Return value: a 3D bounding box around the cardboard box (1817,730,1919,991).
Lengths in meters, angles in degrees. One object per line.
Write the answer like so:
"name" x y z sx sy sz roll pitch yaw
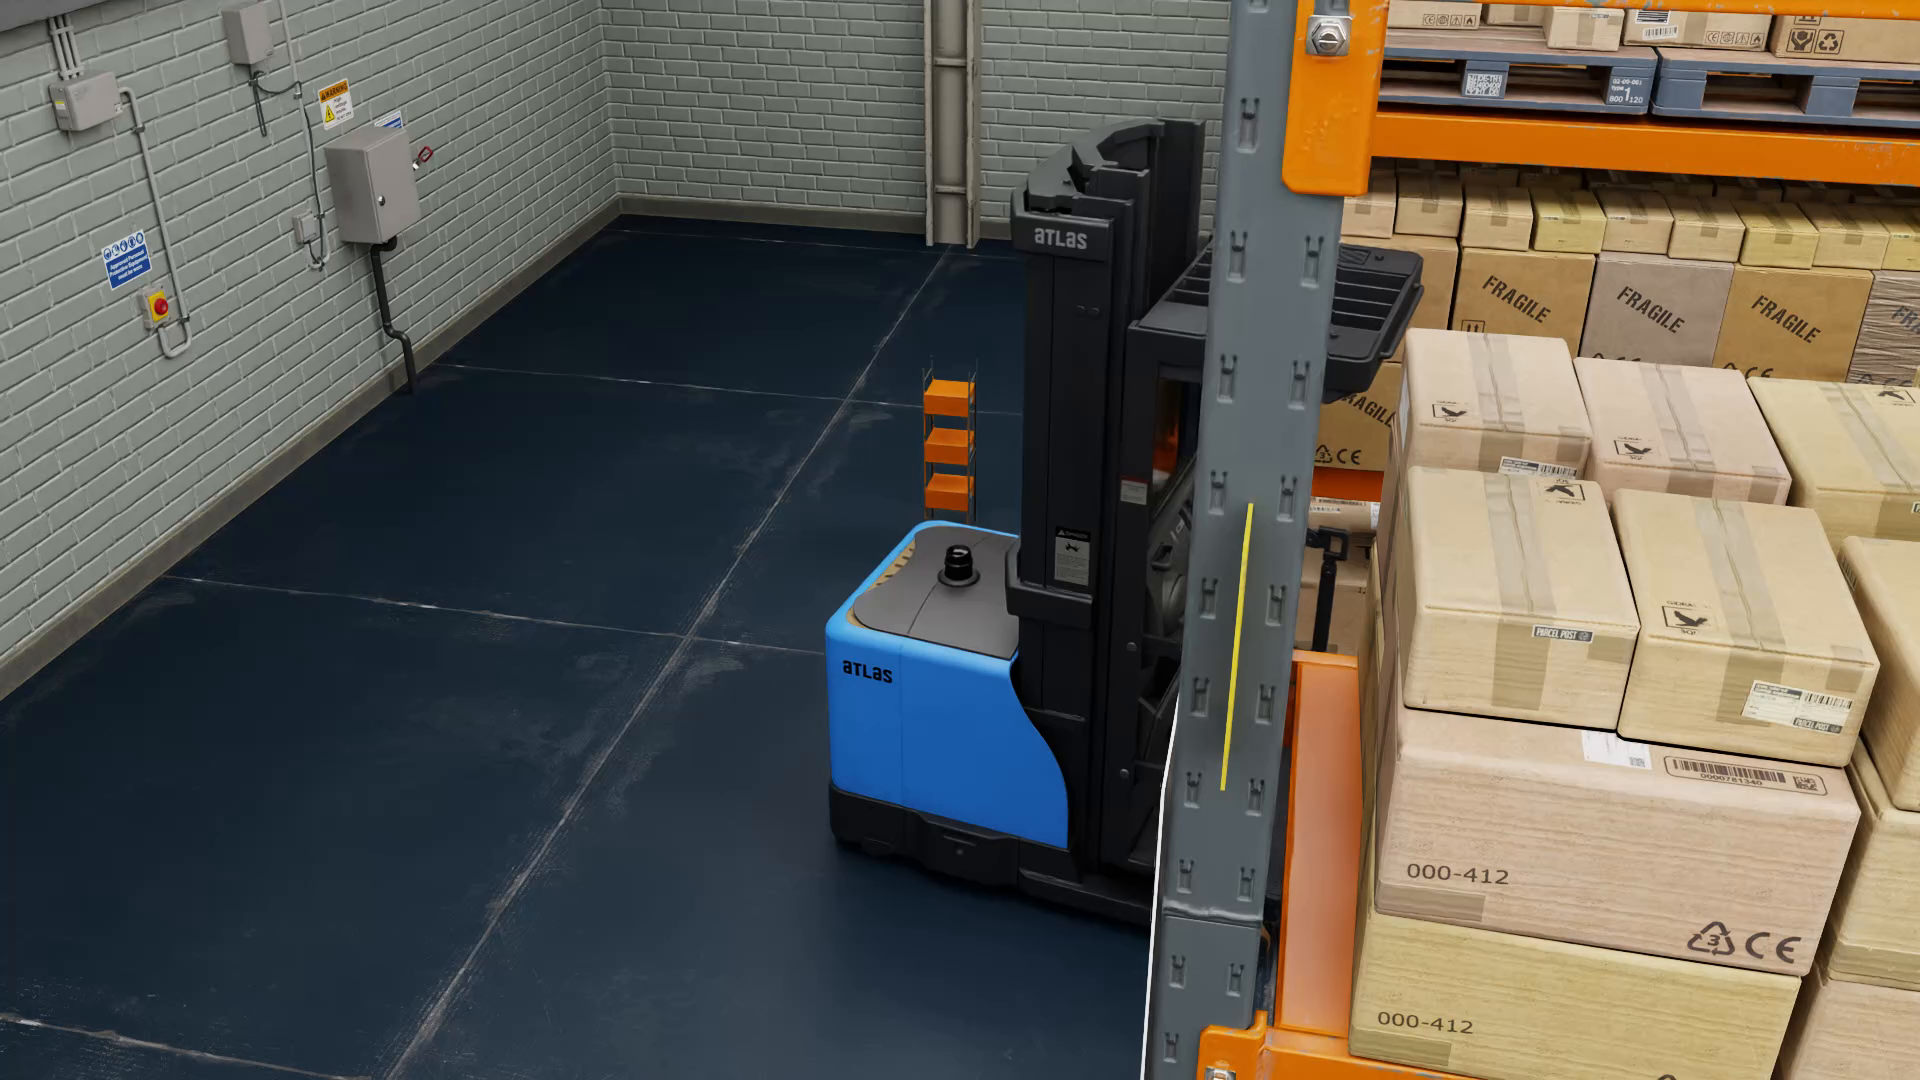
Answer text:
"cardboard box" 1.310 0.316 2.062 0.500 0.250 0.500 6 29 10

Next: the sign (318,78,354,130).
"sign" -3.793 -2.651 10.109 0.001 0.242 0.339 6 29 11

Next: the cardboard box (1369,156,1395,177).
"cardboard box" 1.752 -1.593 7.215 0.250 0.149 0.380 6 29 11

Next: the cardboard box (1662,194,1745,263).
"cardboard box" 2.914 -1.232 6.556 0.250 0.149 0.380 6 29 11

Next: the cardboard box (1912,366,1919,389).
"cardboard box" 1.563 -0.110 2.424 0.250 0.149 0.380 6 29 11

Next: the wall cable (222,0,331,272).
"wall cable" -3.876 -2.435 9.517 0.122 1.984 0.588 6 29 11

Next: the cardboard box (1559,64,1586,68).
"cardboard box" 4.246 -3.171 10.983 0.500 0.500 0.500 7 29 12

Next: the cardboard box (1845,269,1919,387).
"cardboard box" 3.757 -0.868 6.567 0.500 0.500 0.500 6 29 11

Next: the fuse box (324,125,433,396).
"fuse box" -3.579 -1.729 10.626 0.414 1.711 0.539 6 29 11

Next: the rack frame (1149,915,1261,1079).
"rack frame" 0.424 1.567 3.264 0.127 3.000 1.000 6 29 11

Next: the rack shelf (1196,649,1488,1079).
"rack shelf" 2.380 0.767 2.350 4.000 0.370 1.077 6 29 11

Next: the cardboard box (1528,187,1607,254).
"cardboard box" 2.411 -1.279 6.641 0.250 0.149 0.380 5 29 9

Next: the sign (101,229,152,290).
"sign" -4.230 -1.424 8.447 0.001 0.218 0.327 6 29 11

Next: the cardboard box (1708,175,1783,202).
"cardboard box" 3.264 -1.456 6.964 0.250 0.149 0.380 7 29 12

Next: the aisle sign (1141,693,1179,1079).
"aisle sign" 0.290 0.560 2.396 0.004 0.787 0.394 6 29 11

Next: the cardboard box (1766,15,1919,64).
"cardboard box" 3.299 -2.083 6.162 0.500 0.500 0.500 6 29 11

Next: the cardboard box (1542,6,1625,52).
"cardboard box" 2.375 -1.984 6.347 0.250 0.149 0.380 7 29 12

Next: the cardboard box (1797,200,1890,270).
"cardboard box" 3.423 -1.191 6.480 0.250 0.149 0.380 6 29 11

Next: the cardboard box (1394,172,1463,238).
"cardboard box" 1.919 -1.376 6.820 0.250 0.149 0.380 7 29 12

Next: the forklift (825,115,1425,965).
"forklift" 1.026 0.037 6.130 3.031 2.935 1.130 11 31 20

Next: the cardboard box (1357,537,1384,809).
"cardboard box" 0.924 0.238 2.724 0.500 0.250 0.500 5 29 9

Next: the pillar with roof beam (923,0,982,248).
"pillar with roof beam" -0.956 -4.403 7.921 0.400 9.000 9.100 6 29 11

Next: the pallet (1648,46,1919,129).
"pallet" 3.283 -1.854 6.481 1.213 0.211 1.003 6 29 11

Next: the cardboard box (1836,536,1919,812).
"cardboard box" 1.189 0.158 1.935 0.250 0.149 0.380 6 29 10

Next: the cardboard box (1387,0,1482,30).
"cardboard box" 1.818 -2.243 6.715 0.500 0.250 0.500 3 29 6

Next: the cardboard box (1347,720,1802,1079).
"cardboard box" 0.810 0.482 2.278 0.500 0.250 0.500 7 29 12

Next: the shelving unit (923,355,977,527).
"shelving unit" -0.052 -0.466 9.008 0.252 1.050 0.215 6 29 11

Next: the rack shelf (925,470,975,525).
"rack shelf" -0.052 -0.213 9.146 0.240 0.259 0.215 6 29 11

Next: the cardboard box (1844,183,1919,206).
"cardboard box" 3.757 -1.392 6.848 0.250 0.149 0.380 6 29 10

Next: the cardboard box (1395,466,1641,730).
"cardboard box" 0.693 0.062 2.109 0.250 0.149 0.380 6 29 10

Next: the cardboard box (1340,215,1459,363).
"cardboard box" 1.769 -1.068 6.933 0.500 0.500 0.500 5 29 9

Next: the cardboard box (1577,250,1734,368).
"cardboard box" 2.781 -0.972 6.756 0.500 0.500 0.500 6 29 10

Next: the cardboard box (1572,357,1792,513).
"cardboard box" 1.036 -0.121 2.444 0.250 0.149 0.380 6 29 11

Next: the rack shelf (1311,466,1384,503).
"rack shelf" 3.315 -0.252 7.335 4.000 0.370 1.077 6 29 11

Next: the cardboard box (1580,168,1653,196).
"cardboard box" 2.754 -1.488 7.024 0.250 0.149 0.380 6 29 10

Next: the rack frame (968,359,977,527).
"rack frame" 0.067 -0.454 8.985 0.008 1.050 0.200 6 29 11

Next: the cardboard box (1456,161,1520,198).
"cardboard box" 2.275 -1.592 7.214 0.250 0.149 0.380 6 29 10
